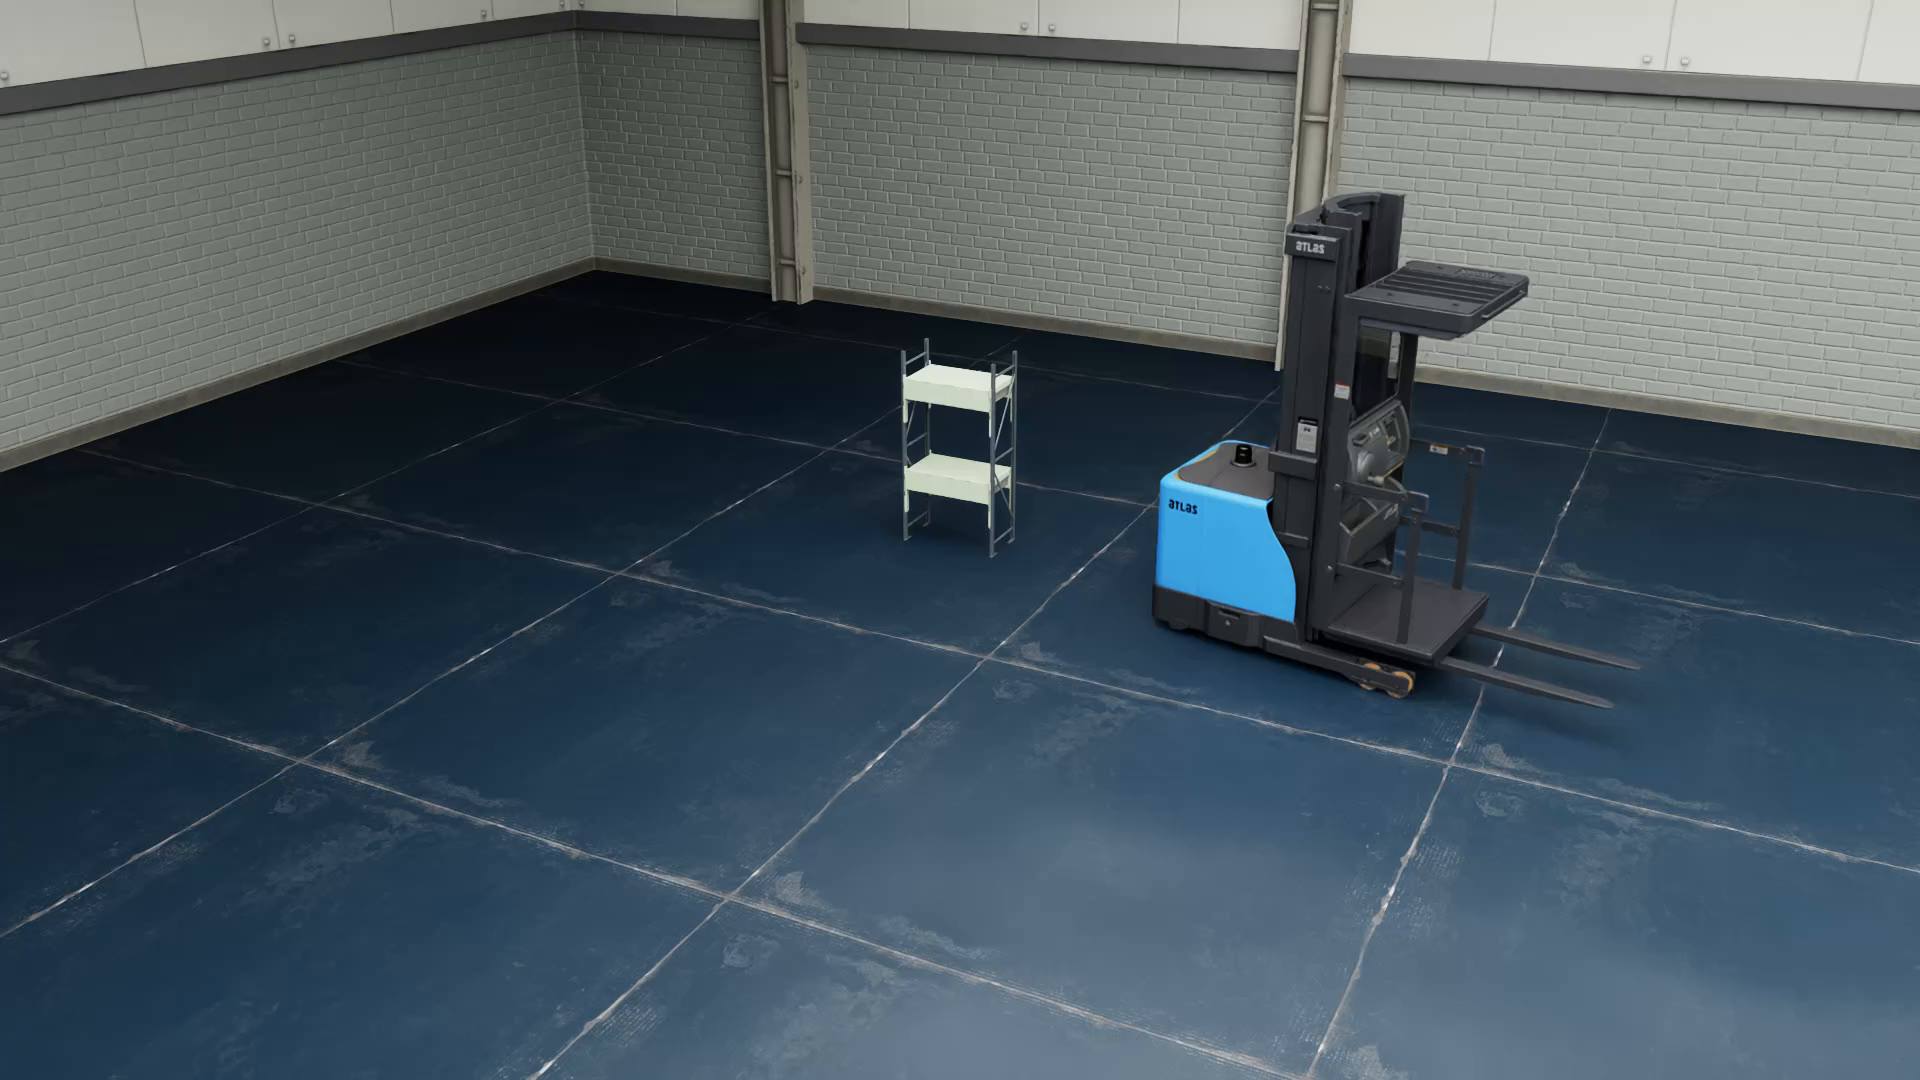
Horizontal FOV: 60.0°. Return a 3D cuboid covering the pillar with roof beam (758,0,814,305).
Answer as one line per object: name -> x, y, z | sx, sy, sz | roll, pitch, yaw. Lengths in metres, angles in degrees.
pillar with roof beam -> -3.880, -5.430, 14.019 | 0.400, 9.000, 9.100 | 11, 25, 25

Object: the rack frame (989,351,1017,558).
rack frame -> 0.321, -0.627, 12.307 | 0.023, 1.500, 0.400 | 11, 25, 25

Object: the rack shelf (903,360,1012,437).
rack shelf -> -0.006, -1.050, 12.307 | 0.720, 0.370, 0.431 | 11, 25, 25

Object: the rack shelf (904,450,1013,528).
rack shelf -> -0.006, -0.391, 12.587 | 0.720, 0.370, 0.431 | 11, 25, 25

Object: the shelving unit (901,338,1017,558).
shelving unit -> -0.006, -0.691, 12.459 | 0.755, 1.500, 0.431 | 11, 25, 25

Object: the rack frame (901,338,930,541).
rack frame -> -0.333, -0.756, 12.611 | 0.023, 1.500, 0.400 | 11, 25, 25

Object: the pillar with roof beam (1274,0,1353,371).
pillar with roof beam -> 1.474, -4.370, 11.528 | 0.400, 9.000, 9.100 | 11, 25, 25

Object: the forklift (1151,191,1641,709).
forklift -> 2.809, -0.595, 10.404 | 3.031, 2.935, 1.130 | 15, 27, 32
